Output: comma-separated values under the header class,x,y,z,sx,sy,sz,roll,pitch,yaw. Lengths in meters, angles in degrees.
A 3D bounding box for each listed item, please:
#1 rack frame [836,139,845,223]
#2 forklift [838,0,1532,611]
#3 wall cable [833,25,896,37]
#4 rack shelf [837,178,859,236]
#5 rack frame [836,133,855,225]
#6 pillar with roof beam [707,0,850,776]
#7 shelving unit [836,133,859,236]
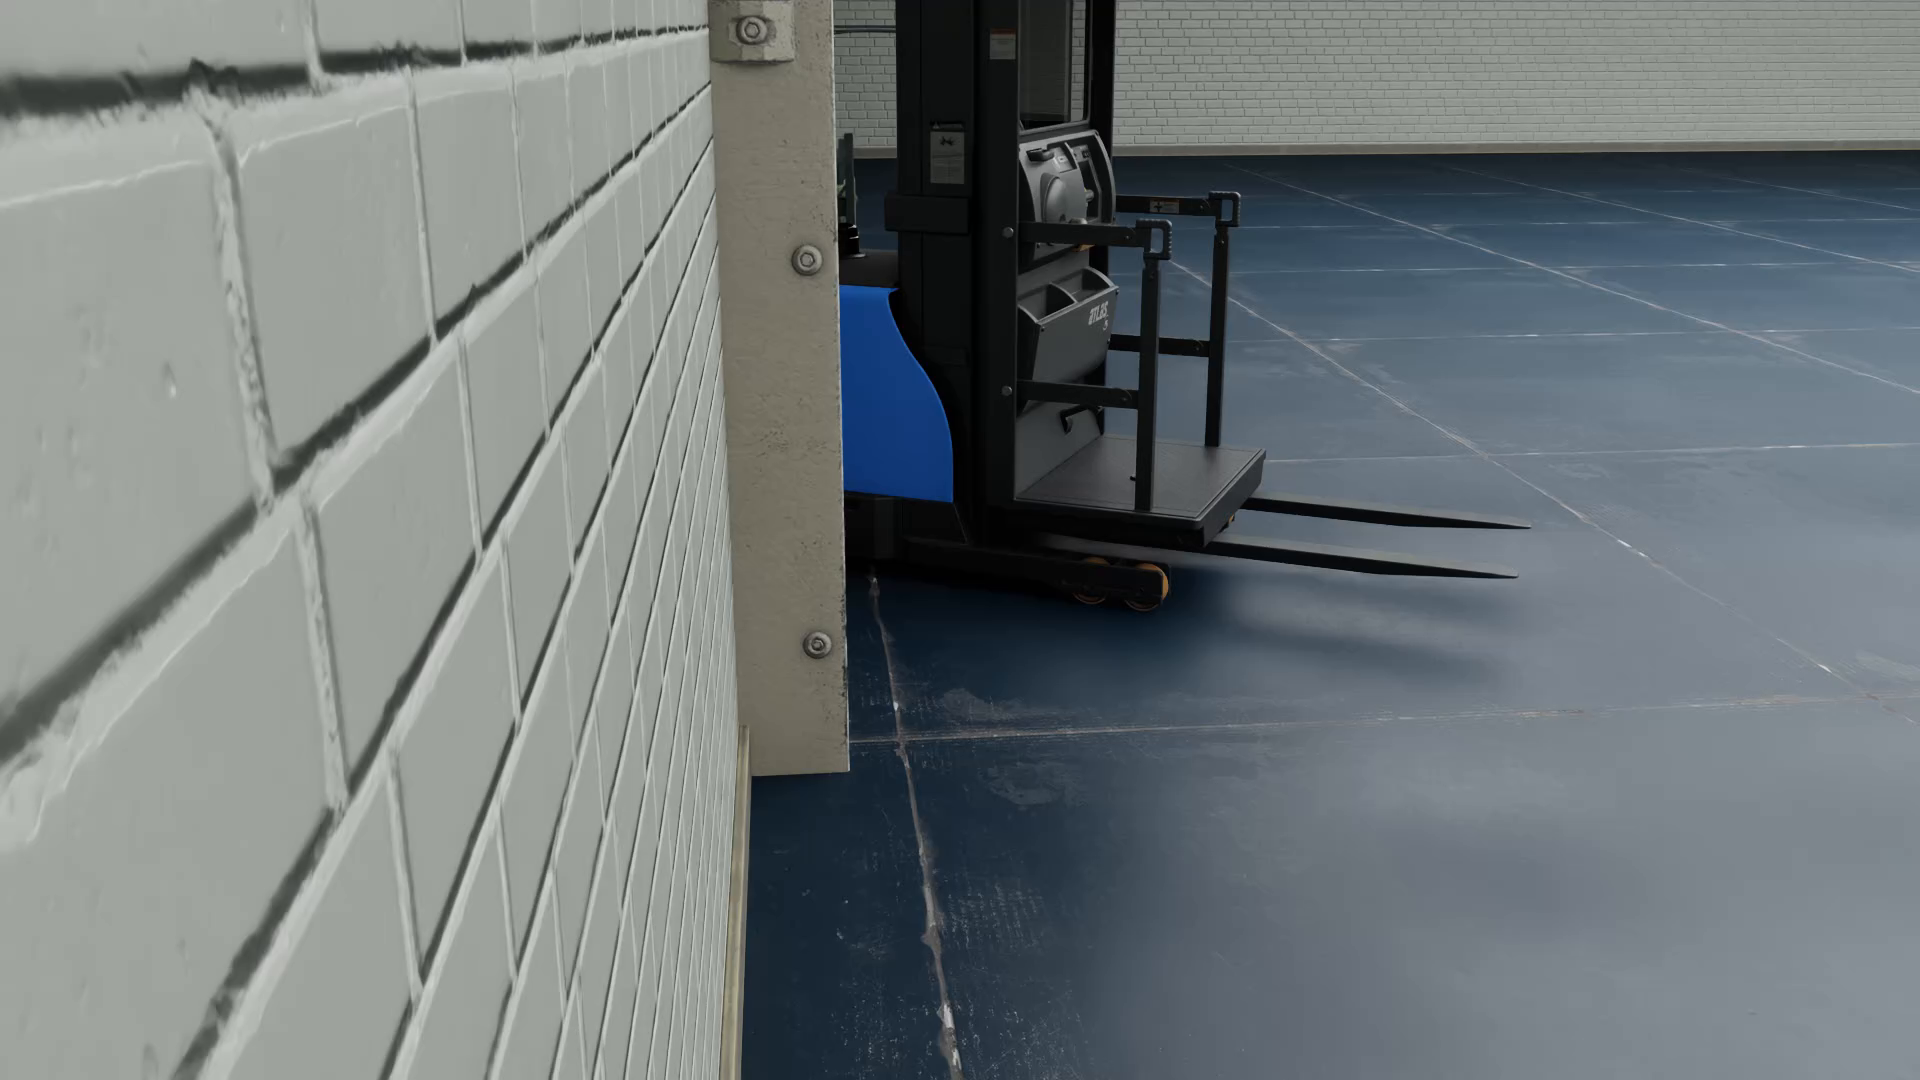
class,x,y,z,sx,sy,sz,roll,pitch,yaw
rack frame,-0.692,-1.021,7.439,0.400,1.500,0.023,-2,12,-6
forklift,0.583,-1.327,6.011,3.031,2.935,1.130,7,19,21
wall cable,-1.327,-8.503,23.923,3.097,2.526,0.112,-2,18,-6
rack shelf,-0.658,-1.329,7.002,0.431,0.370,0.720,-2,12,-6
rack frame,-0.617,-0.873,6.726,0.400,1.500,0.023,-2,12,-6
pillar with roof beam,3.801,-3.836,3.874,9.100,9.000,0.400,-2,18,-6
shelving unit,-0.654,-0.947,7.082,0.431,1.500,0.755,-2,12,-6
